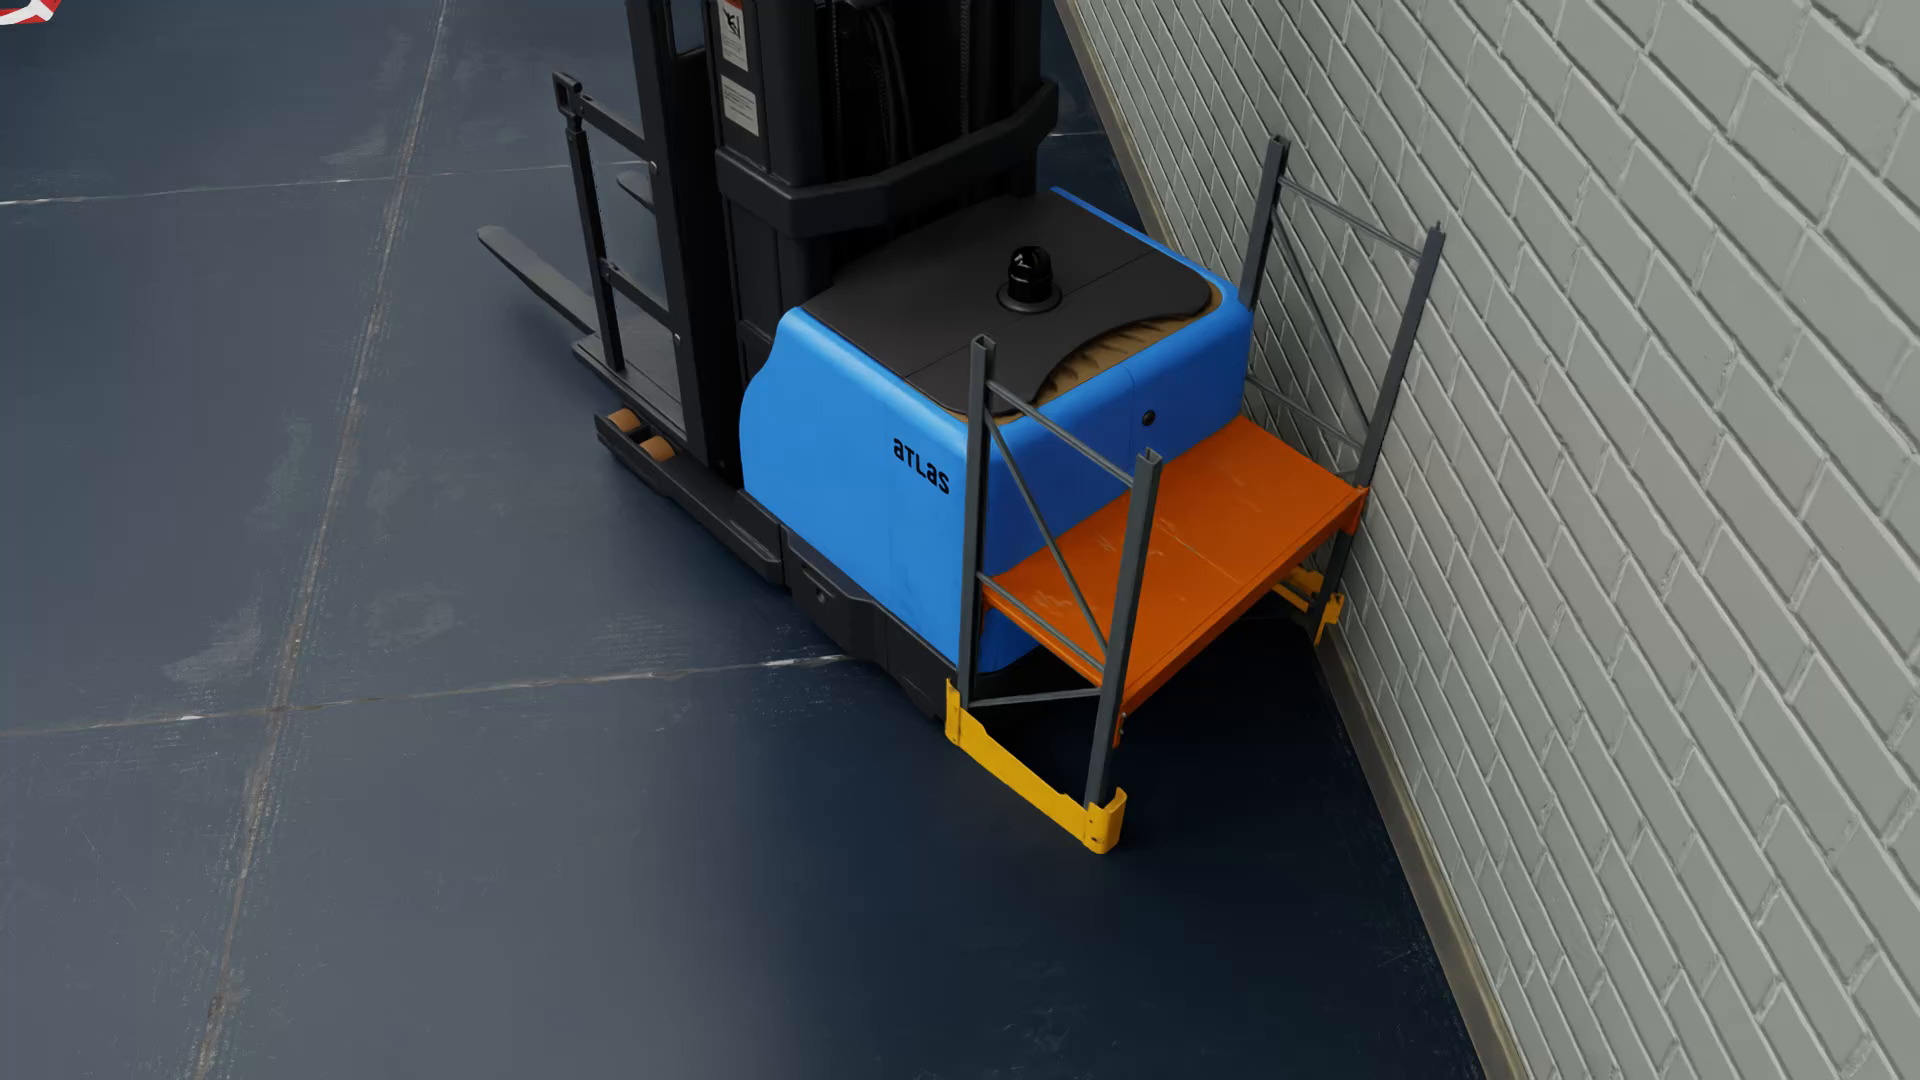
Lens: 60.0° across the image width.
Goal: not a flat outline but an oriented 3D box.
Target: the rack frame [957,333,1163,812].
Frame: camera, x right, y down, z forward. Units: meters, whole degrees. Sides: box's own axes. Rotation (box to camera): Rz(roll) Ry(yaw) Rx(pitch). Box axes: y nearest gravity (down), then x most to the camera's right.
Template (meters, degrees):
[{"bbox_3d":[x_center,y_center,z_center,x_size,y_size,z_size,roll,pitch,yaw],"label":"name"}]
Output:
[{"bbox_3d":[0.193,0.197,3.941,0.500,1.500,0.032,37,58,26],"label":"rack frame"}]

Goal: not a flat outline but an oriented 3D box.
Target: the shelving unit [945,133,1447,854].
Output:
[{"bbox_3d":[0.556,-0.077,4.187,0.587,1.500,1.083,37,58,26],"label":"shelving unit"}]

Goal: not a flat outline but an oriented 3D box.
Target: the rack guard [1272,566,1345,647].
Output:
[{"bbox_3d":[0.890,0.066,4.899,0.587,0.250,0.087,37,58,26],"label":"rack guard"}]

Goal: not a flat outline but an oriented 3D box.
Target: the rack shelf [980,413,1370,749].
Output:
[{"bbox_3d":[0.545,0.045,4.320,0.538,0.185,1.000,37,58,26],"label":"rack shelf"}]

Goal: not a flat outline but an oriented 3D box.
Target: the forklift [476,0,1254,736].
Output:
[{"bbox_3d":[-0.555,-1.460,4.680,1.130,2.935,3.031,-30,50,-29],"label":"forklift"}]

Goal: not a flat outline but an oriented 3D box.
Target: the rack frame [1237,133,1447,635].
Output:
[{"bbox_3d":[0.906,-0.341,4.425,0.500,1.500,0.032,37,58,26],"label":"rack frame"}]

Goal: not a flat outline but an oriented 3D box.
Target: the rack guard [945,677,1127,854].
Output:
[{"bbox_3d":[0.191,0.593,4.425,0.587,0.250,0.087,37,58,26],"label":"rack guard"}]
